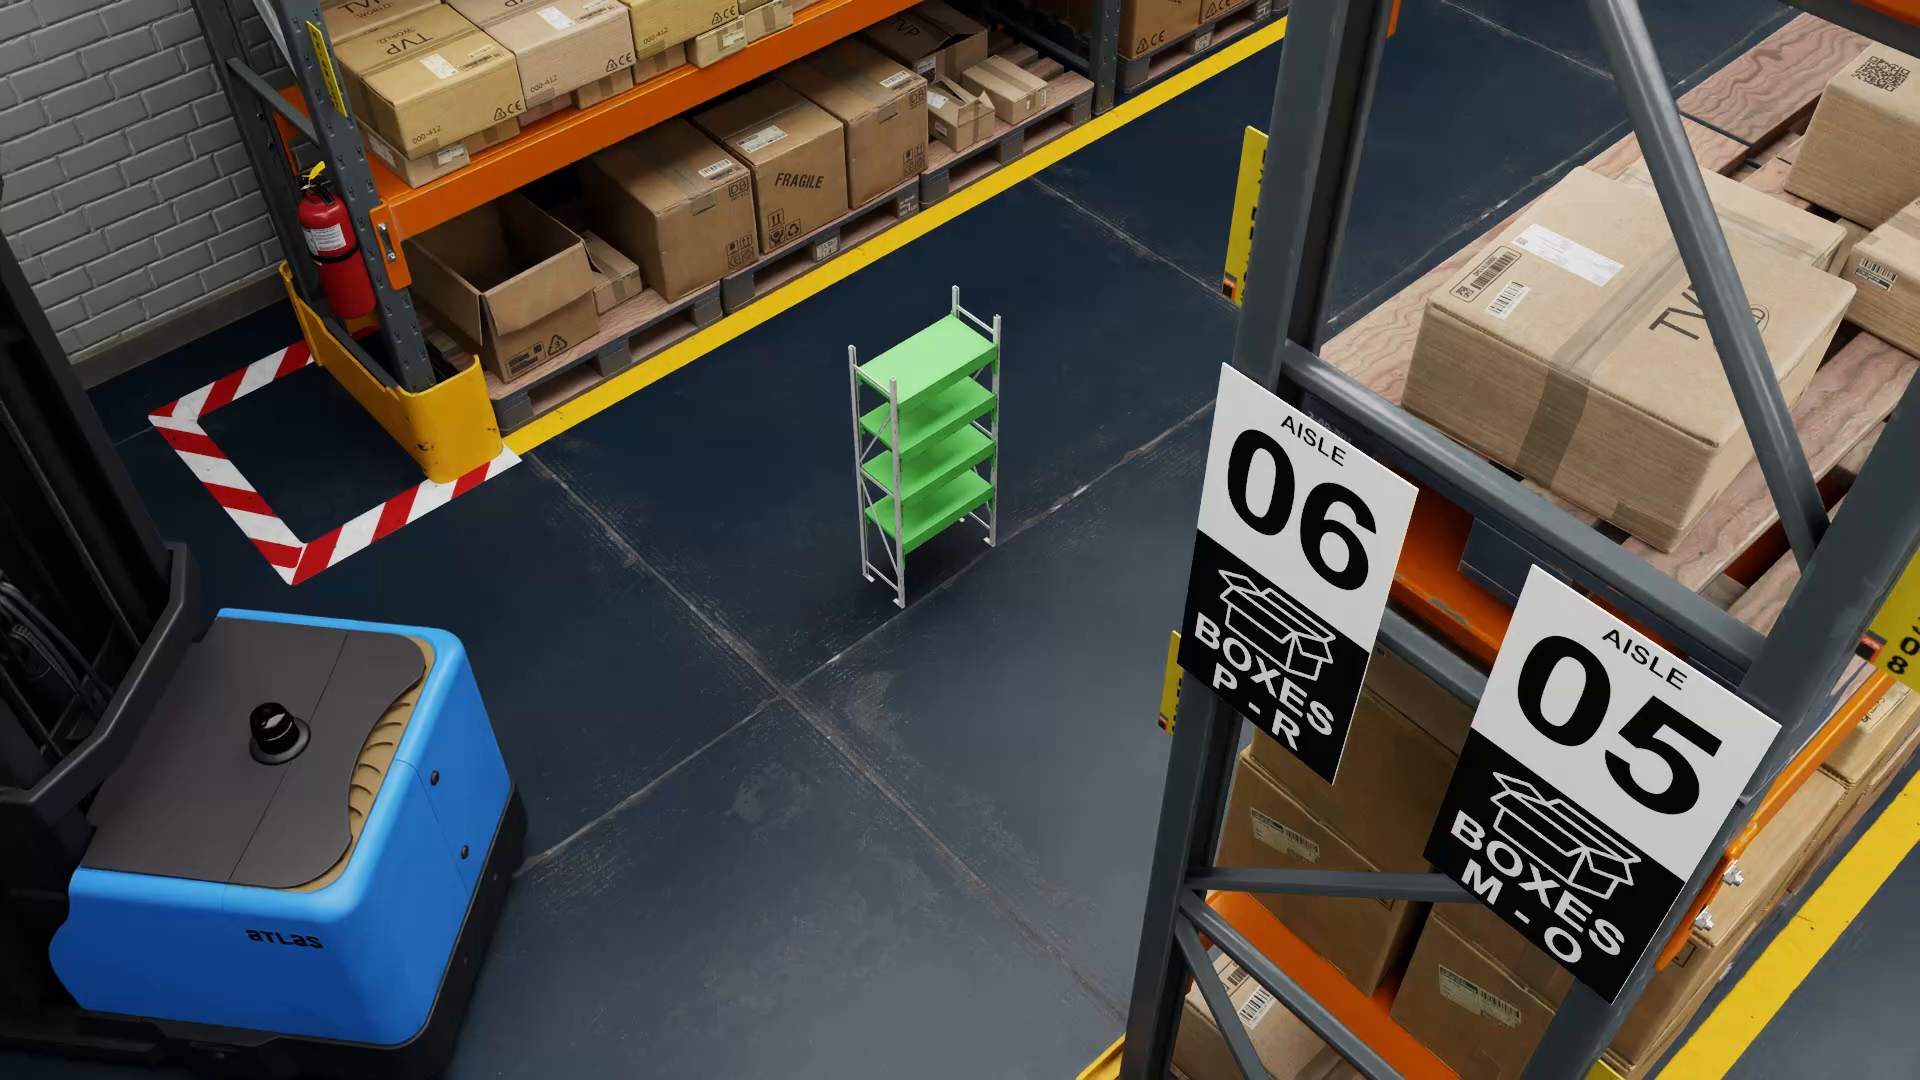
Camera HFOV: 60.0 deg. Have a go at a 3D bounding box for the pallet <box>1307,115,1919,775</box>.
[{"bbox_3d":[1.368,-0.261,3.023,1.213,0.211,1.003,-34,56,-27],"label":"pallet"}]

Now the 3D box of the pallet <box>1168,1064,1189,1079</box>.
[{"bbox_3d":[1.365,1.606,5.178,1.213,0.211,1.003,-34,56,-27],"label":"pallet"}]

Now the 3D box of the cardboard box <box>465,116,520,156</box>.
[{"bbox_3d":[-1.932,-1.678,6.482,0.250,0.149,0.380,-32,55,-26],"label":"cardboard box"}]

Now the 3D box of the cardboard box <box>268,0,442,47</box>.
[{"bbox_3d":[-2.355,-2.021,6.527,0.500,0.250,0.500,-32,55,-26],"label":"cardboard box"}]

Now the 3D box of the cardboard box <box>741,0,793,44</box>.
[{"bbox_3d":[-0.921,-2.278,7.035,0.250,0.149,0.380,-33,55,-26],"label":"cardboard box"}]

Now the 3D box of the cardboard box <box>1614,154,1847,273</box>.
[{"bbox_3d":[1.354,-0.532,3.030,0.380,0.149,0.250,35,56,28],"label":"cardboard box"}]

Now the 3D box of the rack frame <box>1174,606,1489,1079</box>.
[{"bbox_3d":[0.823,1.096,3.751,0.053,2.616,0.949,-34,56,-27],"label":"rack frame"}]

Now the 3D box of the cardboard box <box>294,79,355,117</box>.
[{"bbox_3d":[-2.452,-1.824,6.616,0.250,0.149,0.380,-34,56,-28],"label":"cardboard box"}]

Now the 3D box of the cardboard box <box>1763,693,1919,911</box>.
[{"bbox_3d":[1.750,0.384,3.660,0.500,0.500,0.500,-35,56,-28],"label":"cardboard box"}]

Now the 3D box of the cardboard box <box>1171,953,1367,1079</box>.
[{"bbox_3d":[1.247,1.444,4.888,0.875,0.438,0.875,-36,57,-28],"label":"cardboard box"}]

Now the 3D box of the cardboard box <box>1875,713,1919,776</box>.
[{"bbox_3d":[2.126,0.125,3.899,0.500,0.500,0.500,-34,56,-27],"label":"cardboard box"}]

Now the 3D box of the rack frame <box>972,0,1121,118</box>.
[{"bbox_3d":[0.443,-3.577,8.063,0.127,3.000,1.000,-34,56,-27],"label":"rack frame"}]

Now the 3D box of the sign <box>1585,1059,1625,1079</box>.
[{"bbox_3d":[1.195,1.083,3.121,0.005,0.325,0.100,-34,56,-27],"label":"sign"}]

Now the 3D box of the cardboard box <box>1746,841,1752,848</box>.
[{"bbox_3d":[1.275,0.480,3.129,0.250,0.149,0.380,-33,55,-26],"label":"cardboard box"}]

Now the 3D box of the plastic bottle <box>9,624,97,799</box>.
[{"bbox_3d":[9.038,1.678,4.067,18.821,1.306,14.310,35,56,28],"label":"plastic bottle"}]

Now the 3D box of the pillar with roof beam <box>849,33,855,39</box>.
[{"bbox_3d":[2.218,-3.416,3.832,0.400,9.000,9.100,-34,56,-27],"label":"pillar with roof beam"}]

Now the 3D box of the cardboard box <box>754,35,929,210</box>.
[{"bbox_3d":[-0.573,-2.059,8.078,0.500,0.500,0.700,-36,57,-28],"label":"cardboard box"}]

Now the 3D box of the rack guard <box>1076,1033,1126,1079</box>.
[{"bbox_3d":[0.808,1.958,4.657,0.348,0.500,1.175,-34,56,-27],"label":"rack guard"}]

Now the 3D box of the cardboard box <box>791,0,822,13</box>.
[{"bbox_3d":[-0.777,-2.443,7.188,0.250,0.149,0.380,-34,56,-27],"label":"cardboard box"}]

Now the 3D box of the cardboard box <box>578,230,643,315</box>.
[{"bbox_3d":[-1.660,-1.214,7.537,0.250,0.149,0.380,-36,57,-28],"label":"cardboard box"}]

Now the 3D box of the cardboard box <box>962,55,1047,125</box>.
[{"bbox_3d":[0.229,-2.317,8.554,0.250,0.149,0.380,-35,56,-28],"label":"cardboard box"}]

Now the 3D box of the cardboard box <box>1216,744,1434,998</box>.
[{"bbox_3d":[1.004,0.682,4.065,0.500,0.500,0.500,-33,56,-27],"label":"cardboard box"}]

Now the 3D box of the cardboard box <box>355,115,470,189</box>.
[{"bbox_3d":[-2.089,-1.527,6.342,0.250,0.149,0.380,-34,56,-27],"label":"cardboard box"}]

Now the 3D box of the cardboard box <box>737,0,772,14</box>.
[{"bbox_3d":[-0.890,-2.493,6.962,0.500,0.250,0.500,-35,56,-28],"label":"cardboard box"}]

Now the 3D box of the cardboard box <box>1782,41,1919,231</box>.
[{"bbox_3d":[1.967,-0.778,3.146,0.500,0.311,0.500,-33,55,-27],"label":"cardboard box"}]

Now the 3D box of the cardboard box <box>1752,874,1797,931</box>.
[{"bbox_3d":[1.729,0.718,4.032,0.500,0.500,0.500,-35,56,-28],"label":"cardboard box"}]

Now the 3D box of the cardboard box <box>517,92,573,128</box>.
[{"bbox_3d":[-1.760,-1.827,6.619,0.250,0.149,0.380,-34,56,-28],"label":"cardboard box"}]

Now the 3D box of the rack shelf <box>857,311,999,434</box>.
[{"bbox_3d":[-0.122,-0.607,5.981,0.480,0.148,0.258,-34,56,-27],"label":"rack shelf"}]

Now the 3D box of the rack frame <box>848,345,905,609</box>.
[{"bbox_3d":[-0.303,-0.204,6.175,0.015,1.200,0.240,-34,56,-27],"label":"rack frame"}]

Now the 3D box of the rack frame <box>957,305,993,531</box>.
[{"bbox_3d":[0.058,-0.446,6.398,0.006,1.046,0.228,-34,56,-27],"label":"rack frame"}]

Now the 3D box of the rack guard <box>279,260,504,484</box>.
[{"bbox_3d":[-2.460,-0.789,7.191,0.348,0.500,1.175,-34,56,-27],"label":"rack guard"}]

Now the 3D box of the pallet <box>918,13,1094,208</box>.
[{"bbox_3d":[-0.066,-2.292,8.775,1.213,0.211,1.003,-34,56,-27],"label":"pallet"}]

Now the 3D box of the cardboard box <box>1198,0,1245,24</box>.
[{"bbox_3d":[1.340,-3.257,9.182,0.500,0.500,0.500,-34,56,-28],"label":"cardboard box"}]

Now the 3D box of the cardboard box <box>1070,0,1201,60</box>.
[{"bbox_3d":[0.952,-2.988,8.935,0.500,0.500,0.500,-31,55,-26],"label":"cardboard box"}]

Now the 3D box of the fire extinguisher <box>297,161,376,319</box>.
[{"bbox_3d":[-2.314,-1.122,6.104,0.183,0.674,0.296,-34,56,-27],"label":"fire extinguisher"}]

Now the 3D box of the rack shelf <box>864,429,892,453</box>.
[{"bbox_3d":[-0.122,-0.464,6.136,0.442,0.029,0.199,-34,56,-27],"label":"rack shelf"}]

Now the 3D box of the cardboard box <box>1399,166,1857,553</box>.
[{"bbox_3d":[1.098,-0.316,2.761,0.500,0.250,0.500,34,56,27],"label":"cardboard box"}]

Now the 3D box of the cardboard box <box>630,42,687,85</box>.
[{"bbox_3d":[-1.340,-2.053,6.827,0.250,0.149,0.380,-33,55,-27],"label":"cardboard box"}]

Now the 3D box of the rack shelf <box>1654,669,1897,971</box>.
[{"bbox_3d":[5.639,2.539,1.888,4.000,1.870,10.987,-34,56,-27],"label":"rack shelf"}]

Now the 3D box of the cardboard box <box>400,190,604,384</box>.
[{"bbox_3d":[-2.000,-1.146,7.232,0.637,0.503,0.797,-36,57,-28],"label":"cardboard box"}]

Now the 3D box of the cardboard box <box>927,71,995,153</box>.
[{"bbox_3d":[-0.036,-2.180,8.349,0.258,0.266,0.396,-32,55,-26],"label":"cardboard box"}]

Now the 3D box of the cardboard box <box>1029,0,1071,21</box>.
[{"bbox_3d":[0.904,-3.513,9.317,1.298,0.649,0.516,-32,55,-26],"label":"cardboard box"}]

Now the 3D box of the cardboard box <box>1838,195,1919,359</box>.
[{"bbox_3d":[1.785,-0.423,2.929,0.250,0.149,0.380,-32,55,-26],"label":"cardboard box"}]

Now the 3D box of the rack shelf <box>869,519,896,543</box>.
[{"bbox_3d":[-0.122,-0.138,6.489,0.442,0.029,0.199,-34,56,-27],"label":"rack shelf"}]

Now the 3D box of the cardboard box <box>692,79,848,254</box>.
[{"bbox_3d":[-0.883,-1.753,7.795,0.500,0.500,0.500,-33,55,-27],"label":"cardboard box"}]

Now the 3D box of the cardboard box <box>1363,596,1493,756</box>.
[{"bbox_3d":[0.956,0.219,3.371,0.250,0.149,0.380,-33,55,-27],"label":"cardboard box"}]

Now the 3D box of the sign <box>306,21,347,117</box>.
[{"bbox_3d":[-2.151,-1.598,5.647,0.005,0.325,0.100,-34,56,-27],"label":"sign"}]

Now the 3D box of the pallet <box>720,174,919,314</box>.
[{"bbox_3d":[-0.969,-1.686,8.215,1.213,0.211,1.003,-34,56,-27],"label":"pallet"}]

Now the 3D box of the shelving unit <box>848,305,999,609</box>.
[{"bbox_3d":[7.177,1.156,4.921,8.595,1.200,13.061,-34,56,-27],"label":"shelving unit"}]

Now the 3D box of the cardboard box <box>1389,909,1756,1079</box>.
[{"bbox_3d":[1.374,0.983,3.787,0.500,0.500,0.500,-34,56,-27],"label":"cardboard box"}]

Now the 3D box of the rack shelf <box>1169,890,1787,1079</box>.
[{"bbox_3d":[2.305,0.353,4.926,4.000,0.370,1.077,-34,56,-27],"label":"rack shelf"}]
